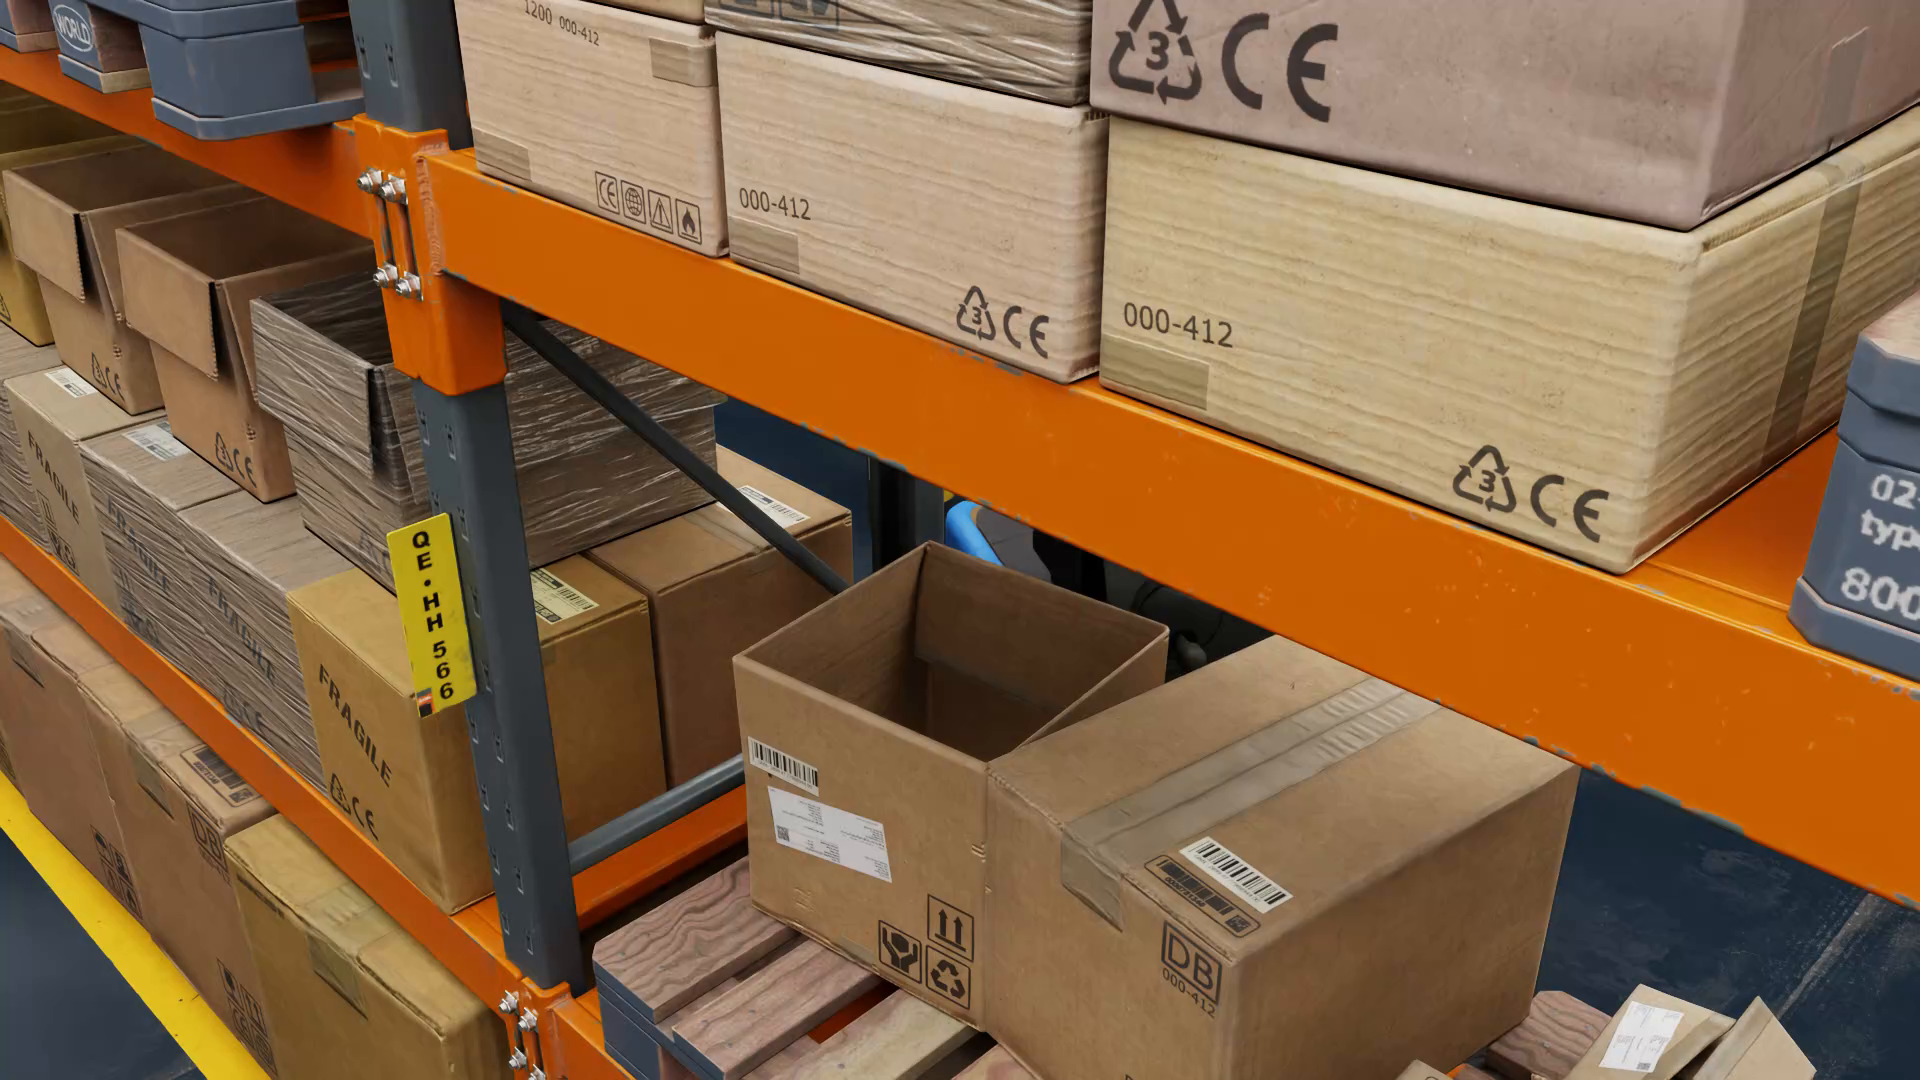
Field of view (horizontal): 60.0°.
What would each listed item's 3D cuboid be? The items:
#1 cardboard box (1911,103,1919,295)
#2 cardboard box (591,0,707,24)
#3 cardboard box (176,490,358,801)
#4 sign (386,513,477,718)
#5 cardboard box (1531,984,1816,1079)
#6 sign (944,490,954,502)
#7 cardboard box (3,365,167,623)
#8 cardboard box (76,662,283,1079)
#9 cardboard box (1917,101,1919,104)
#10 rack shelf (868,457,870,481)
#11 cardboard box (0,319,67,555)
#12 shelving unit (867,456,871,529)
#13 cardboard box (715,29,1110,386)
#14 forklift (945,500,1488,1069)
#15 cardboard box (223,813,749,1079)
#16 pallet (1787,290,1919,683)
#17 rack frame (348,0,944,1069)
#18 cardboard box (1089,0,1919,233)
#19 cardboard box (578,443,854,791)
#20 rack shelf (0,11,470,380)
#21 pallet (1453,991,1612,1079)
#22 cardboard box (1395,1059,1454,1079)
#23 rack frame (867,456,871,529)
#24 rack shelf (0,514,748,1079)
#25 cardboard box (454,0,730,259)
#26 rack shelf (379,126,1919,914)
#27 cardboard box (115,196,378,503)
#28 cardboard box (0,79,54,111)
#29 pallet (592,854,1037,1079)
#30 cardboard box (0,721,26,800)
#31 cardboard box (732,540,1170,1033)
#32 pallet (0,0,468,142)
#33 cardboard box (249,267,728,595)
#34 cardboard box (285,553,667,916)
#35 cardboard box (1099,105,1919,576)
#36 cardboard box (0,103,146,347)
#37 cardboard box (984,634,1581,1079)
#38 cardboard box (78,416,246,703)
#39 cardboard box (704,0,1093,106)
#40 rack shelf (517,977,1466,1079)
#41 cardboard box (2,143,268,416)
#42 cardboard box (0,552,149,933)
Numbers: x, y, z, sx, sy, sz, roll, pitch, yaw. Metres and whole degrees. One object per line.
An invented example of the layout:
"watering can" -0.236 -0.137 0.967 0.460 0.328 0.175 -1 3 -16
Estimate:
"cardboard box" 0.808 -0.419 1.762 0.500 0.250 0.500 -24 36 -38
"cardboard box" -0.268 -0.908 1.886 0.500 0.500 0.500 -25 37 -39
"cardboard box" -1.299 0.159 3.618 0.500 0.500 0.500 24 36 38
"sign" -0.809 0.119 2.556 0.005 0.325 0.100 25 36 38
"cardboard box" 0.956 0.774 2.247 0.258 0.266 0.396 23 36 37
"sign" -0.049 -0.214 3.275 0.005 0.325 0.100 25 36 38
"cardboard box" -2.034 -0.176 4.254 0.500 0.500 0.500 -24 36 -38
"cardboard box" -1.530 0.675 4.574 0.875 0.875 1.225 25 36 39
"cardboard box" 0.809 -0.744 1.574 0.500 0.500 0.500 -25 36 -38
"rack shelf" 0.005 -0.373 7.049 0.720 0.370 0.431 25 36 38
"cardboard box" -2.406 -0.343 4.572 0.500 0.500 0.500 24 36 37
"shelving unit" 0.005 -0.662 6.897 0.755 1.500 0.431 25 36 38
"cardboard box" 0.100 -0.409 1.744 0.500 0.250 0.500 -24 36 -38
"forklift" 0.842 0.122 3.868 1.130 2.935 3.031 -8 29 -14
"cardboard box" -0.900 0.969 4.016 0.875 0.875 1.225 23 35 36
"pallet" 1.323 -0.067 1.133 1.003 0.211 1.213 25 36 38
"rack frame" -0.420 0.445 3.180 0.053 2.616 0.949 25 36 38
"cardboard box" 0.455 -0.580 1.262 0.500 0.500 0.500 23 36 37
"cardboard box" -0.578 0.153 3.628 0.500 0.500 0.500 -24 36 -38
"rack shelf" -1.849 -1.215 3.888 4.000 0.370 1.077 25 36 38
"pallet" 1.018 1.164 2.020 1.213 0.211 1.003 25 36 38
"cardboard box" 0.611 0.950 1.930 0.500 0.250 0.500 23 36 37
"rack frame" -0.256 -0.781 7.124 0.023 1.500 0.400 25 36 38
"rack shelf" -1.849 0.112 4.587 4.000 0.370 1.077 25 36 38
"cardboard box" -0.266 -0.577 2.063 0.500 0.250 0.500 -25 36 -38
"rack shelf" 1.004 0.090 1.406 4.000 0.370 1.077 25 36 38
"cardboard box" -1.395 -0.499 3.791 0.797 0.503 0.637 -24 36 -38
"cardboard box" -2.813 -1.141 5.012 0.637 0.503 0.797 23 36 37
"pallet" 0.160 0.728 2.848 1.003 0.211 1.213 25 36 38
"cardboard box" -2.804 0.098 5.672 0.875 0.875 1.225 25 36 39
"cardboard box" -0.009 0.379 2.747 0.500 0.500 0.500 20 33 33
"pallet" -0.919 -0.990 2.890 1.213 0.211 1.003 -23 36 -37
"cardboard box" -0.932 -0.286 3.385 0.797 0.503 0.637 -24 36 -38
"cardboard box" -0.948 0.323 3.305 0.500 0.500 0.500 -24 36 -38
"cardboard box" 0.473 -0.245 1.431 0.500 0.250 0.500 -24 36 -38
"cardboard box" -2.332 -0.914 4.579 0.797 0.503 0.637 -25 37 -39
"cardboard box" 0.459 0.528 2.464 0.700 0.500 0.500 -19 33 -32
"cardboard box" -1.672 -0.010 3.938 0.500 0.500 0.500 23 36 37
"cardboard box" 0.091 -0.741 1.569 0.500 0.500 0.500 25 37 39
"rack shelf" 1.004 1.417 2.104 4.000 0.370 1.077 25 36 38
"cardboard box" -1.878 -0.716 4.203 0.797 0.503 0.637 -24 36 -38
"cardboard box" -2.167 0.389 5.119 0.875 0.875 1.225 23 36 37
